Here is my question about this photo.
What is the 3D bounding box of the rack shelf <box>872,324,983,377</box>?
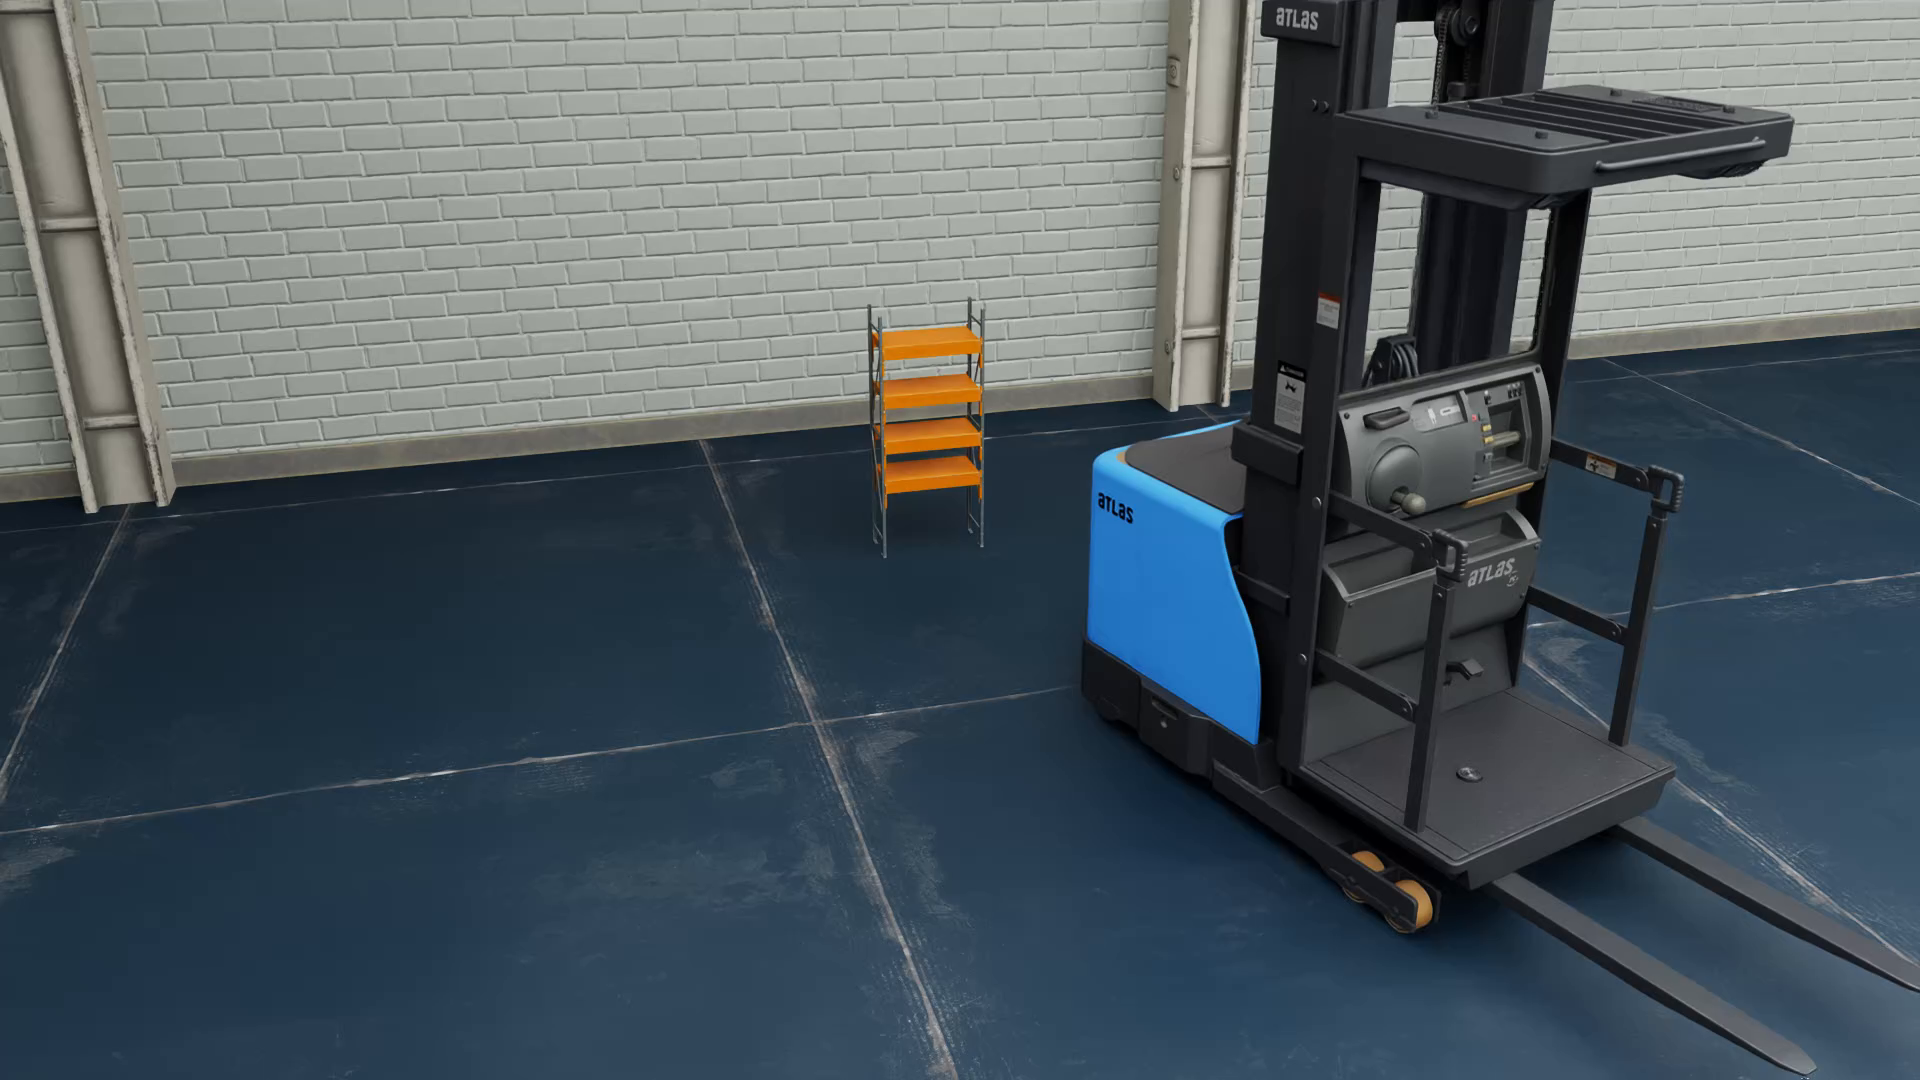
[{"bbox_3d":[-0.159,-0.895,7.817,0.480,0.148,0.258,-6,24,-14],"label":"rack shelf"}]

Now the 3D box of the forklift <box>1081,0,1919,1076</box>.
[{"bbox_3d":[1.700,-0.303,5.238,1.130,2.935,3.031,-14,27,-30],"label":"forklift"}]

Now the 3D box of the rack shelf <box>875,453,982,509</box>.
[{"bbox_3d":[-0.159,-0.289,8.077,0.480,0.148,0.258,-6,24,-14],"label":"rack shelf"}]

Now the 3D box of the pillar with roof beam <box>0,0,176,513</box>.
[{"bbox_3d":[-3.197,-2.718,3.171,0.400,9.000,9.100,-6,24,-14],"label":"pillar with roof beam"}]

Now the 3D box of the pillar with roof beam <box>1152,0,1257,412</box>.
[{"bbox_3d":[2.580,-3.357,4.661,0.400,9.000,9.100,-6,24,-14],"label":"pillar with roof beam"}]

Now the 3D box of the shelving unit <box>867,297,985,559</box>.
[{"bbox_3d":[-0.159,-0.534,7.972,0.503,1.200,0.258,-6,24,-14],"label":"shelving unit"}]

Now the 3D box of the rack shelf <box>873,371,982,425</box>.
[{"bbox_3d":[-0.159,-0.677,7.911,0.480,0.148,0.258,-6,24,-14],"label":"rack shelf"}]

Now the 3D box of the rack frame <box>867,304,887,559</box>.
[{"bbox_3d":[-0.394,-0.508,7.912,0.015,1.200,0.240,-6,24,-14],"label":"rack frame"}]

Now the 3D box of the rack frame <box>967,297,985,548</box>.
[{"bbox_3d":[0.076,-0.560,8.033,0.015,1.200,0.240,-6,24,-14],"label":"rack frame"}]

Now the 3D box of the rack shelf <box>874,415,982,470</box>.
[{"bbox_3d":[-0.159,-0.472,7.999,0.480,0.148,0.258,-6,24,-14],"label":"rack shelf"}]
